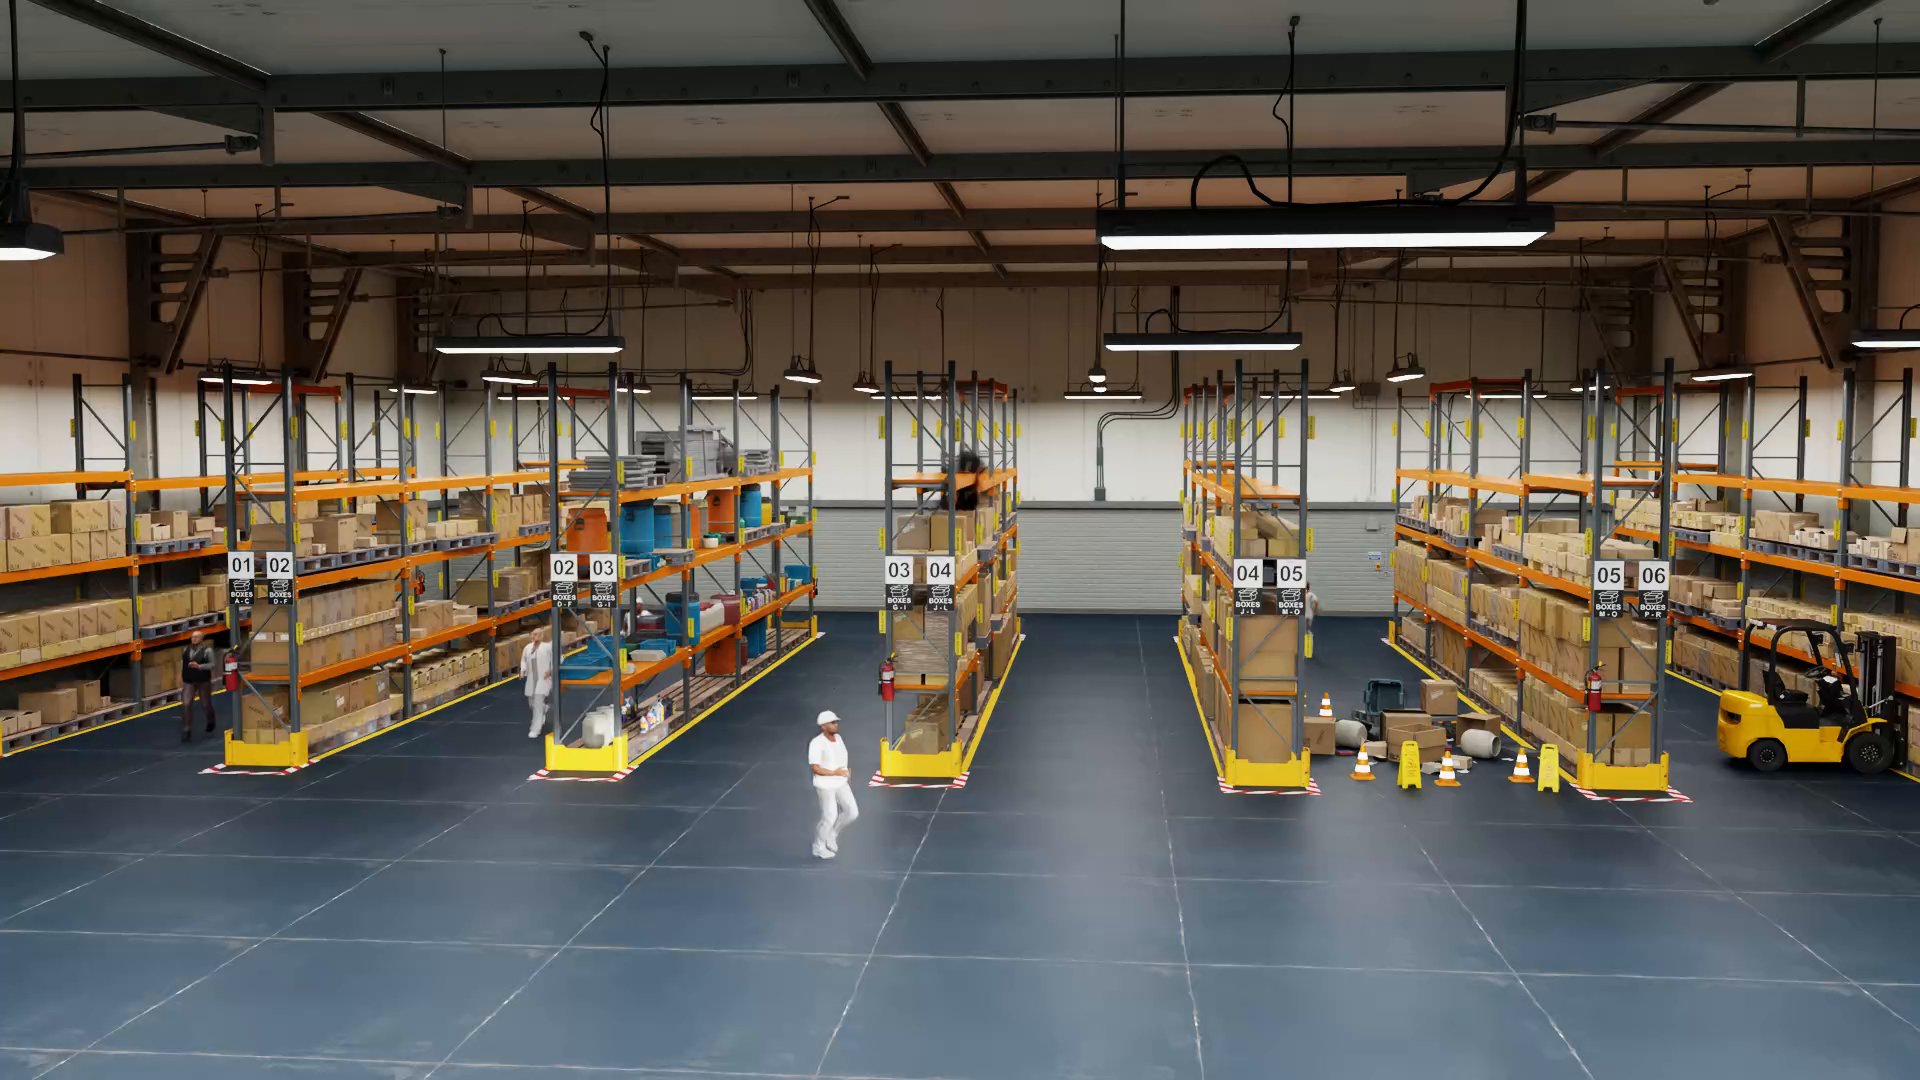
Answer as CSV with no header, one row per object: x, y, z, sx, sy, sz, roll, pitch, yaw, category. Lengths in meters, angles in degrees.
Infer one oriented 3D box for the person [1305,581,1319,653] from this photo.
7.725,1.726,37.221,0.545,1.636,0.616,0,4,4,person

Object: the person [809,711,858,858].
-1.467,2.850,19.389,0.623,1.725,0.685,3,5,34,person

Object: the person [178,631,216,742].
-12.382,2.339,27.000,0.645,1.734,0.904,0,4,-5,person

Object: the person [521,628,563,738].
-6.912,2.332,27.448,0.718,1.770,0.869,1,4,14,person

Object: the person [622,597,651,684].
-6.321,1.976,32.493,0.666,1.745,0.759,0,4,4,person
